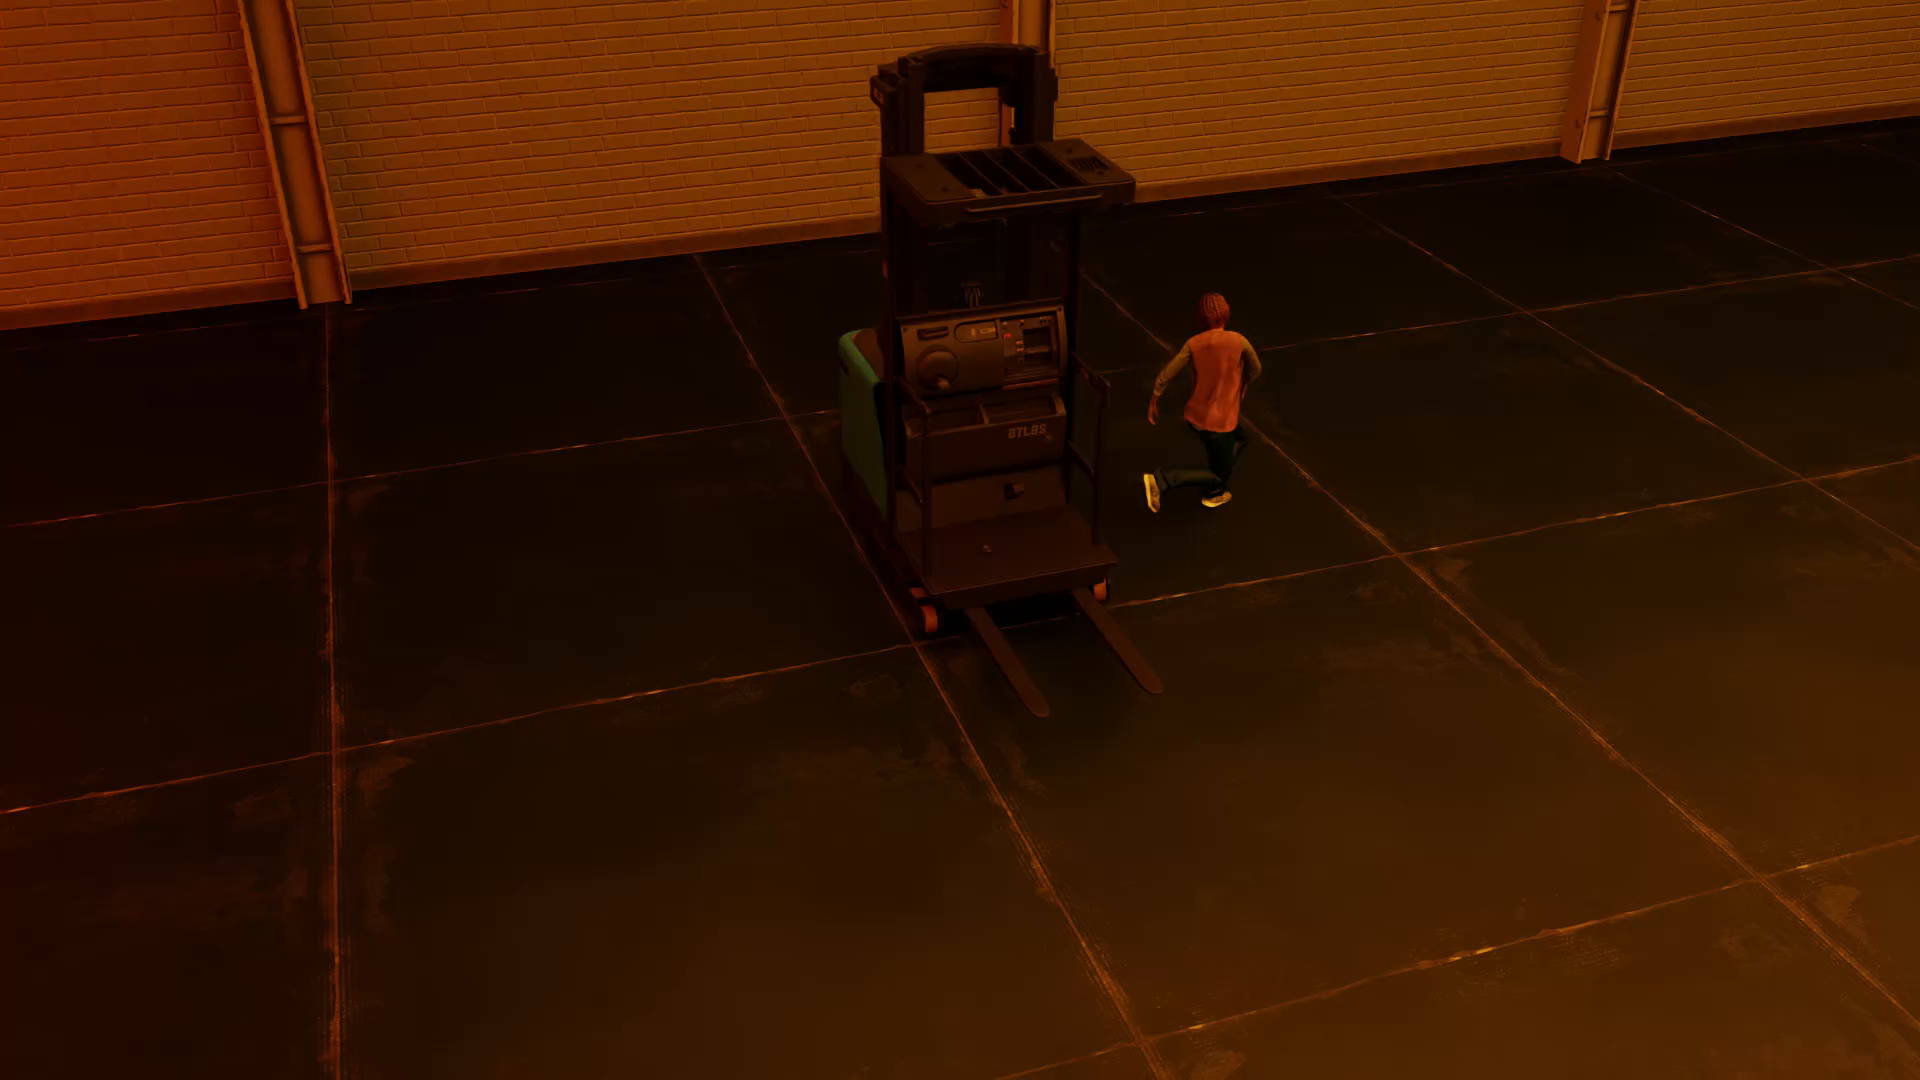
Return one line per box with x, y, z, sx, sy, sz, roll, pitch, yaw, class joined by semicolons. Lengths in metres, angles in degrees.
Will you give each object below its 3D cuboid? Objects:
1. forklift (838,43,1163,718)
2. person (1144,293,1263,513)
0.205;-0.983;8.795;1.130;2.935;3.031;-10;31;-16;forklift
1.459;-0.795;10.083;0.811;1.371;0.539;-20;35;-30;person
